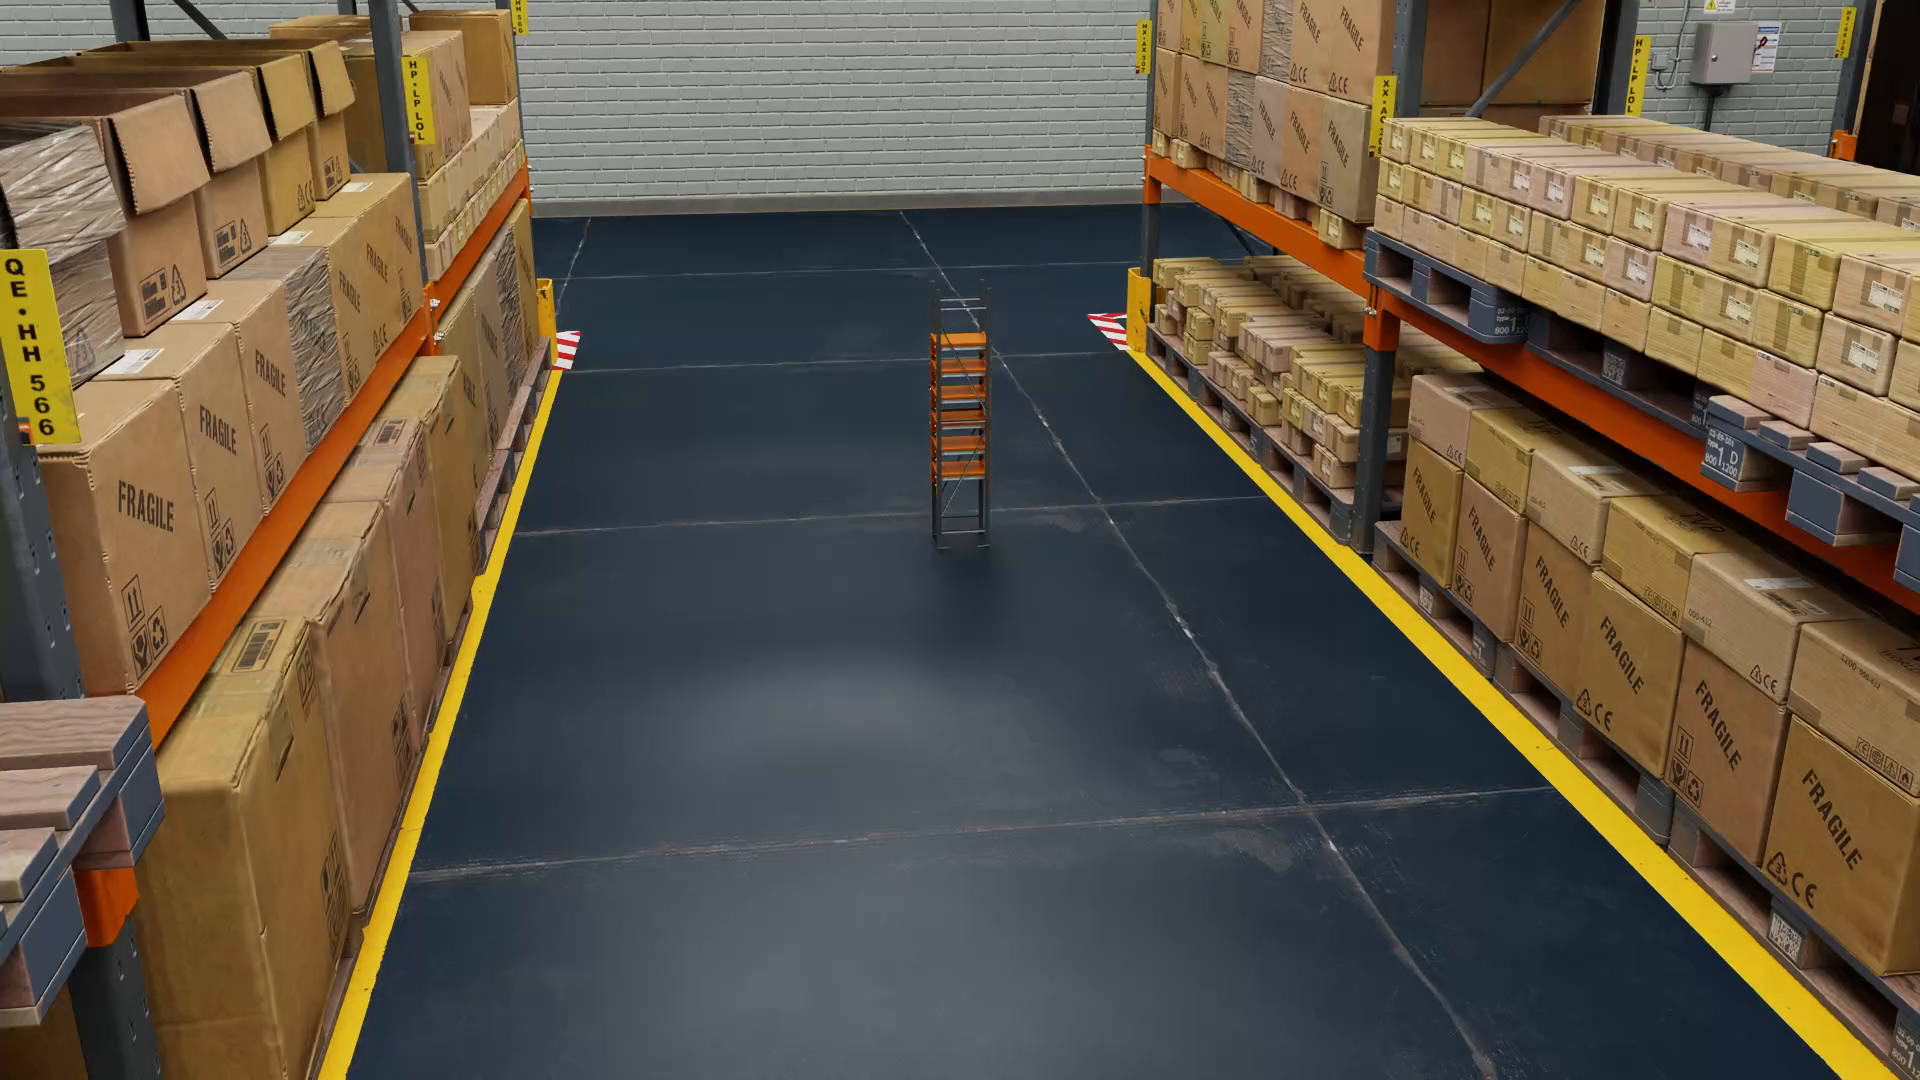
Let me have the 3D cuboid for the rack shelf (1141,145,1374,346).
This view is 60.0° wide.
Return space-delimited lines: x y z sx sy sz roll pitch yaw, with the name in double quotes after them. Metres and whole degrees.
2.000 -1.733 9.097 1.077 0.370 4.000 -3 21 -8 "rack shelf"

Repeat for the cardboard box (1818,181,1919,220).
2.799 -0.975 4.948 0.380 0.149 0.250 -2 21 -6 "cardboard box"

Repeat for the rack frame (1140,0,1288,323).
1.712 -2.762 10.825 1.000 3.000 0.127 -3 21 -8 "rack frame"

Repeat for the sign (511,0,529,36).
-2.672 -3.223 10.065 0.100 0.325 0.005 -3 21 -8 "sign"

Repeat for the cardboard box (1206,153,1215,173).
1.671 -2.251 9.815 0.380 0.149 0.250 -2 21 -5 "cardboard box"

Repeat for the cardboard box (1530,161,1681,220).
2.077 -1.128 5.358 0.380 0.149 0.250 -2 21 -6 "cardboard box"

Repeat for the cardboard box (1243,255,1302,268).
2.039 -1.732 10.690 0.380 0.149 0.250 -3 21 -7 "cardboard box"

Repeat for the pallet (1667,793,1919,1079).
2.754 1.043 4.621 1.003 0.211 1.213 -3 21 -8 "pallet"

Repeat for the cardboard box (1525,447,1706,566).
2.282 -0.124 5.662 0.500 0.250 0.500 -2 21 -6 "cardboard box"

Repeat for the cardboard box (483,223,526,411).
-2.908 -1.216 9.121 0.875 0.875 0.875 -3 21 -8 "cardboard box"

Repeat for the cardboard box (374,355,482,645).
-2.522 -0.143 6.248 1.225 0.875 0.875 -3 21 -8 "cardboard box"

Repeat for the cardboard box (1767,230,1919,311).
2.269 -0.675 4.144 0.380 0.149 0.250 -2 21 -6 "cardboard box"

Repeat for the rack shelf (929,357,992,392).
0.002 -0.740 7.424 0.258 0.103 0.180 -3 21 -8 "rack shelf"

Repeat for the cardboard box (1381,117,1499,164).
1.890 -1.576 6.556 0.380 0.149 0.250 -2 21 -5 "cardboard box"

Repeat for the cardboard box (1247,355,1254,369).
1.811 -1.023 9.218 0.380 0.149 0.250 -2 21 -5 "cardboard box"

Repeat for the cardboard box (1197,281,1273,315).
1.637 -1.439 9.906 0.380 0.149 0.250 -4 21 -10 "cardboard box"

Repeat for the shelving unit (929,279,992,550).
0.002 -0.557 7.493 0.258 1.200 0.189 -3 21 -8 "shelving unit"

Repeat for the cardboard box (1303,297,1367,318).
2.178 -1.279 9.477 0.380 0.149 0.250 -4 21 -10 "cardboard box"

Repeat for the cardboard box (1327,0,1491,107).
1.953 -2.181 7.272 0.500 0.500 0.500 -4 21 -10 "cardboard box"

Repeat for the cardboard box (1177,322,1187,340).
1.589 -1.339 10.490 0.380 0.149 0.250 -3 21 -8 "cardboard box"

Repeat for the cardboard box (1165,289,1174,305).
1.533 -1.569 10.678 0.380 0.149 0.250 -2 21 -5 "cardboard box"

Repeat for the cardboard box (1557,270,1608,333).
2.117 -0.758 5.216 0.380 0.149 0.250 -4 21 -10 "cardboard box"

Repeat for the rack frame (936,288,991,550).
0.015 -0.525 7.408 0.240 1.200 0.006 -3 21 -8 "rack frame"

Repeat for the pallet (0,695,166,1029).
-1.850 0.554 2.220 1.213 0.211 1.003 -3 21 -8 "pallet"

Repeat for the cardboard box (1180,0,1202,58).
1.593 -3.074 9.661 0.500 0.500 0.500 -2 21 -6 "cardboard box"

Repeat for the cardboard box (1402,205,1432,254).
1.936 -1.201 6.404 0.380 0.149 0.250 -3 21 -7 "cardboard box"

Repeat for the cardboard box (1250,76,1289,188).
1.795 -2.069 8.400 0.500 0.500 0.500 -3 21 -8 "cardboard box"

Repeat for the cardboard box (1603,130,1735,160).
2.614 -1.423 6.149 0.380 0.149 0.250 -4 21 -9 "cardboard box"

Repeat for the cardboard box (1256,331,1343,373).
1.770 -0.983 8.684 0.380 0.149 0.250 -4 21 -10 "cardboard box"

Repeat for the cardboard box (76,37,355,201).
-2.534 -1.458 5.757 0.797 0.503 0.637 -3 21 -9 "cardboard box"

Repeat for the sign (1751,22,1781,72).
8.318 -5.106 17.235 0.329 0.494 0.001 -3 21 -8 "sign"

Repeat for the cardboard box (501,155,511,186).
-2.724 -2.059 9.301 0.380 0.149 0.250 -3 21 -7 "cardboard box"

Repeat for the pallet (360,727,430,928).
-2.269 0.831 5.190 1.003 0.211 1.213 -3 21 -8 "pallet"

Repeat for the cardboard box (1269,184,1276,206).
1.826 -1.800 8.607 0.380 0.149 0.250 -3 21 -9 "cardboard box"

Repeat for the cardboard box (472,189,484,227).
-2.535 -1.612 8.105 0.380 0.149 0.250 -3 21 -7 "cardboard box"

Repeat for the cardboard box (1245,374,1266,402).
1.774 -0.809 9.070 0.380 0.149 0.250 -3 21 -7 "cardboard box"

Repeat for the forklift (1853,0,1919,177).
4.631 -1.356 7.158 1.130 2.935 3.031 -2 21 -6 "forklift"

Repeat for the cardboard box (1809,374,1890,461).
2.305 -0.305 4.005 0.380 0.149 0.250 -3 21 -8 "cardboard box"

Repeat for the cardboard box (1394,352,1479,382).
2.377 -0.830 8.277 0.380 0.149 0.250 -3 21 -9 "cardboard box"

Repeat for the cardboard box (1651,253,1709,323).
2.193 -0.715 4.678 0.380 0.149 0.250 -3 21 -8 "cardboard box"

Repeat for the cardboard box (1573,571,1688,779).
2.348 0.405 5.317 0.500 0.500 0.500 -4 21 -10 "cardboard box"

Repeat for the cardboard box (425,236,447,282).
-2.348 -1.164 6.904 0.380 0.149 0.250 -3 21 -8 "cardboard box"

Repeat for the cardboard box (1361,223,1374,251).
2.016 -1.347 7.394 0.380 0.149 0.250 -3 21 -8 "cardboard box"

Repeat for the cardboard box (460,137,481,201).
-2.590 -1.759 7.927 0.500 0.250 0.500 -2 21 -6 "cardboard box"

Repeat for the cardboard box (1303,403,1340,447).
1.877 -0.564 7.988 0.380 0.149 0.250 -4 21 -10 "cardboard box"

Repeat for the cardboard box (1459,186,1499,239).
2.005 -1.167 5.888 0.380 0.149 0.250 -4 21 -10 "cardboard box"

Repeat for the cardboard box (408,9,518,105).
-2.881 -2.812 9.676 0.500 0.500 0.500 -3 21 -7 "cardboard box"

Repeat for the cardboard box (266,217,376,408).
-2.150 -0.709 5.184 0.500 0.500 0.500 -3 21 -8 "cardboard box"

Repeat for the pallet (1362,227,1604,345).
2.255 -1.016 6.422 1.003 0.211 1.213 -3 21 -8 "pallet"
